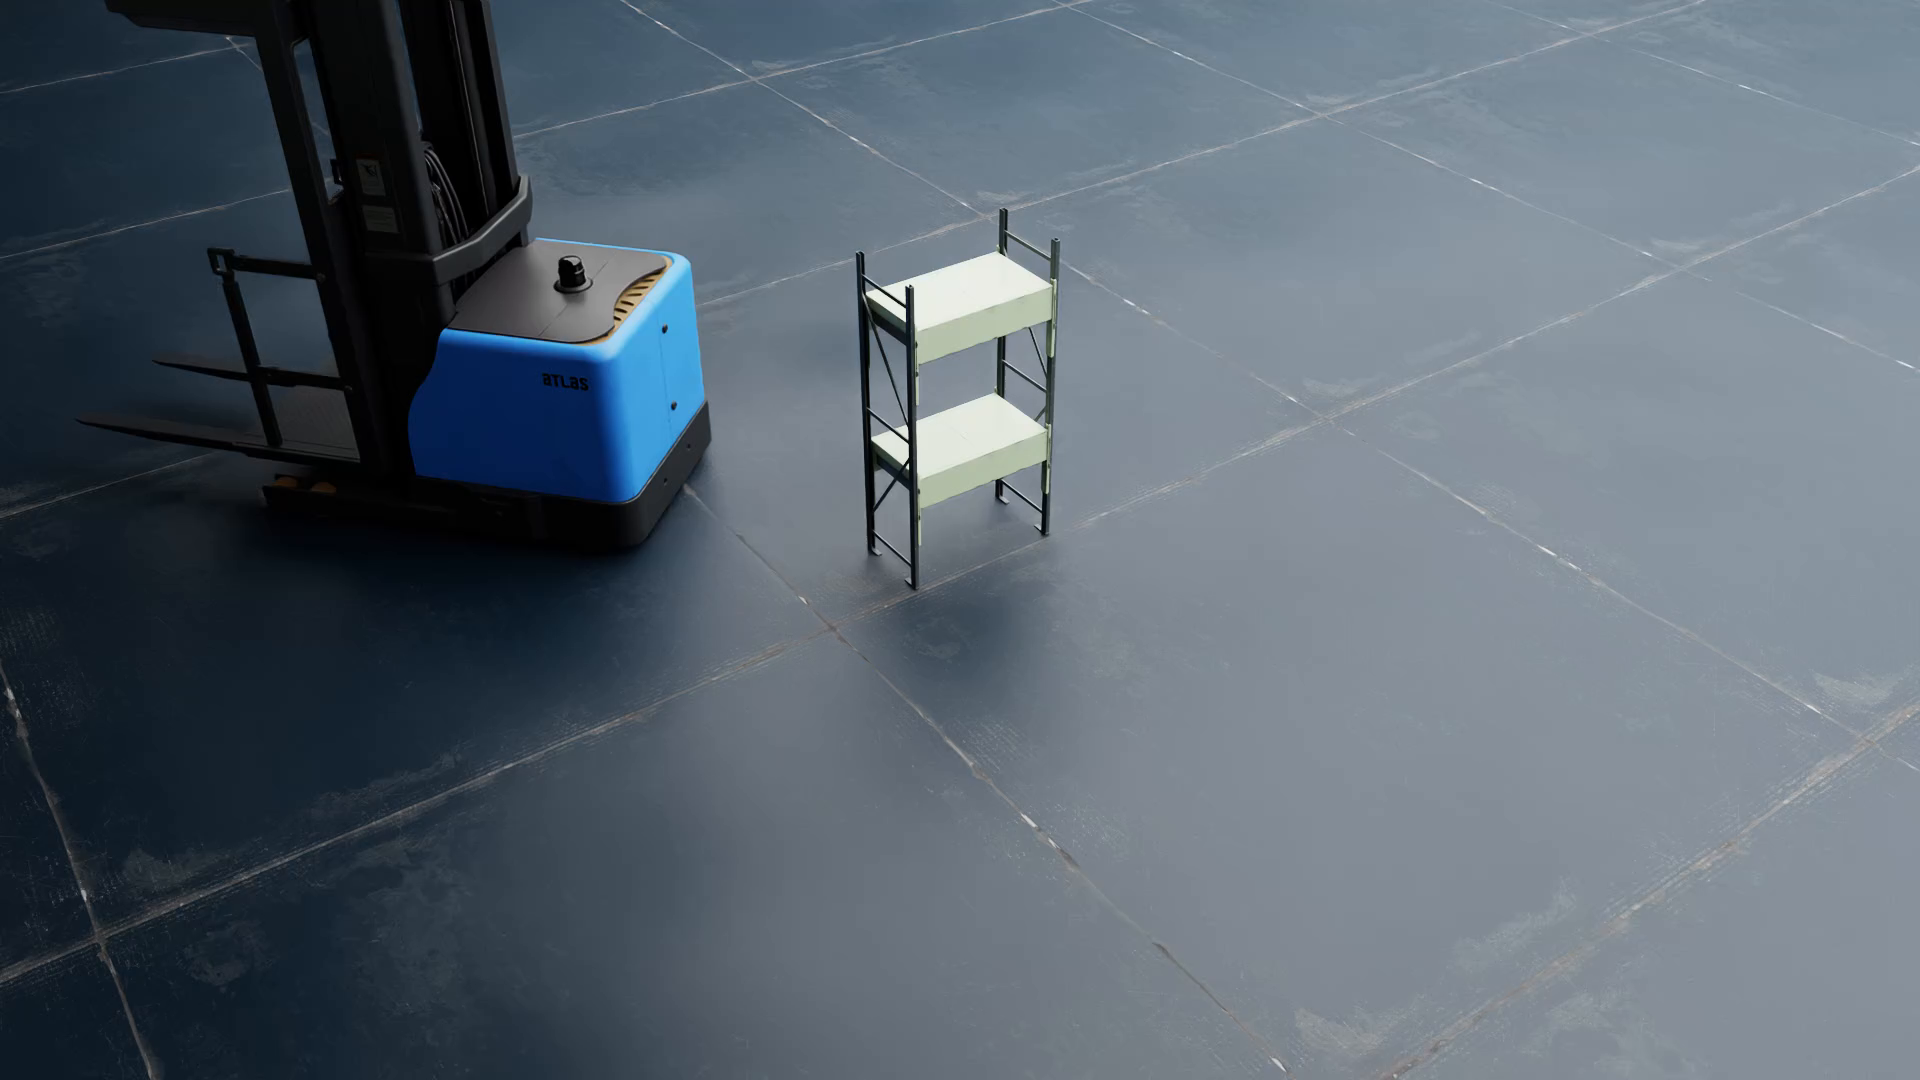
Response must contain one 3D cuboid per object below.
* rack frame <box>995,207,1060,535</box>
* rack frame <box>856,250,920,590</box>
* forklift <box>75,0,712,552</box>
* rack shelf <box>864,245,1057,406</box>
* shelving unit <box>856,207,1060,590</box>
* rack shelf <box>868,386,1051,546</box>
[{"bbox_3d":[0.294,-0.730,7.480,0.023,1.500,0.400,-22,41,-28],"label":"rack frame"},{"bbox_3d":[-0.305,-0.484,7.138,0.023,1.500,0.400,-22,41,-28],"label":"rack frame"},{"bbox_3d":[-2.816,-1.587,7.446,3.031,2.935,1.130,8,36,11],"label":"forklift"},{"bbox_3d":[-0.005,-0.923,7.081,0.720,0.370,0.431,-22,41,-28],"label":"rack shelf"},{"bbox_3d":[-0.005,-0.607,7.309,0.755,1.500,0.431,-22,41,-28],"label":"shelving unit"},{"bbox_3d":[-0.005,-0.342,7.499,0.720,0.370,0.431,-22,41,-28],"label":"rack shelf"}]
